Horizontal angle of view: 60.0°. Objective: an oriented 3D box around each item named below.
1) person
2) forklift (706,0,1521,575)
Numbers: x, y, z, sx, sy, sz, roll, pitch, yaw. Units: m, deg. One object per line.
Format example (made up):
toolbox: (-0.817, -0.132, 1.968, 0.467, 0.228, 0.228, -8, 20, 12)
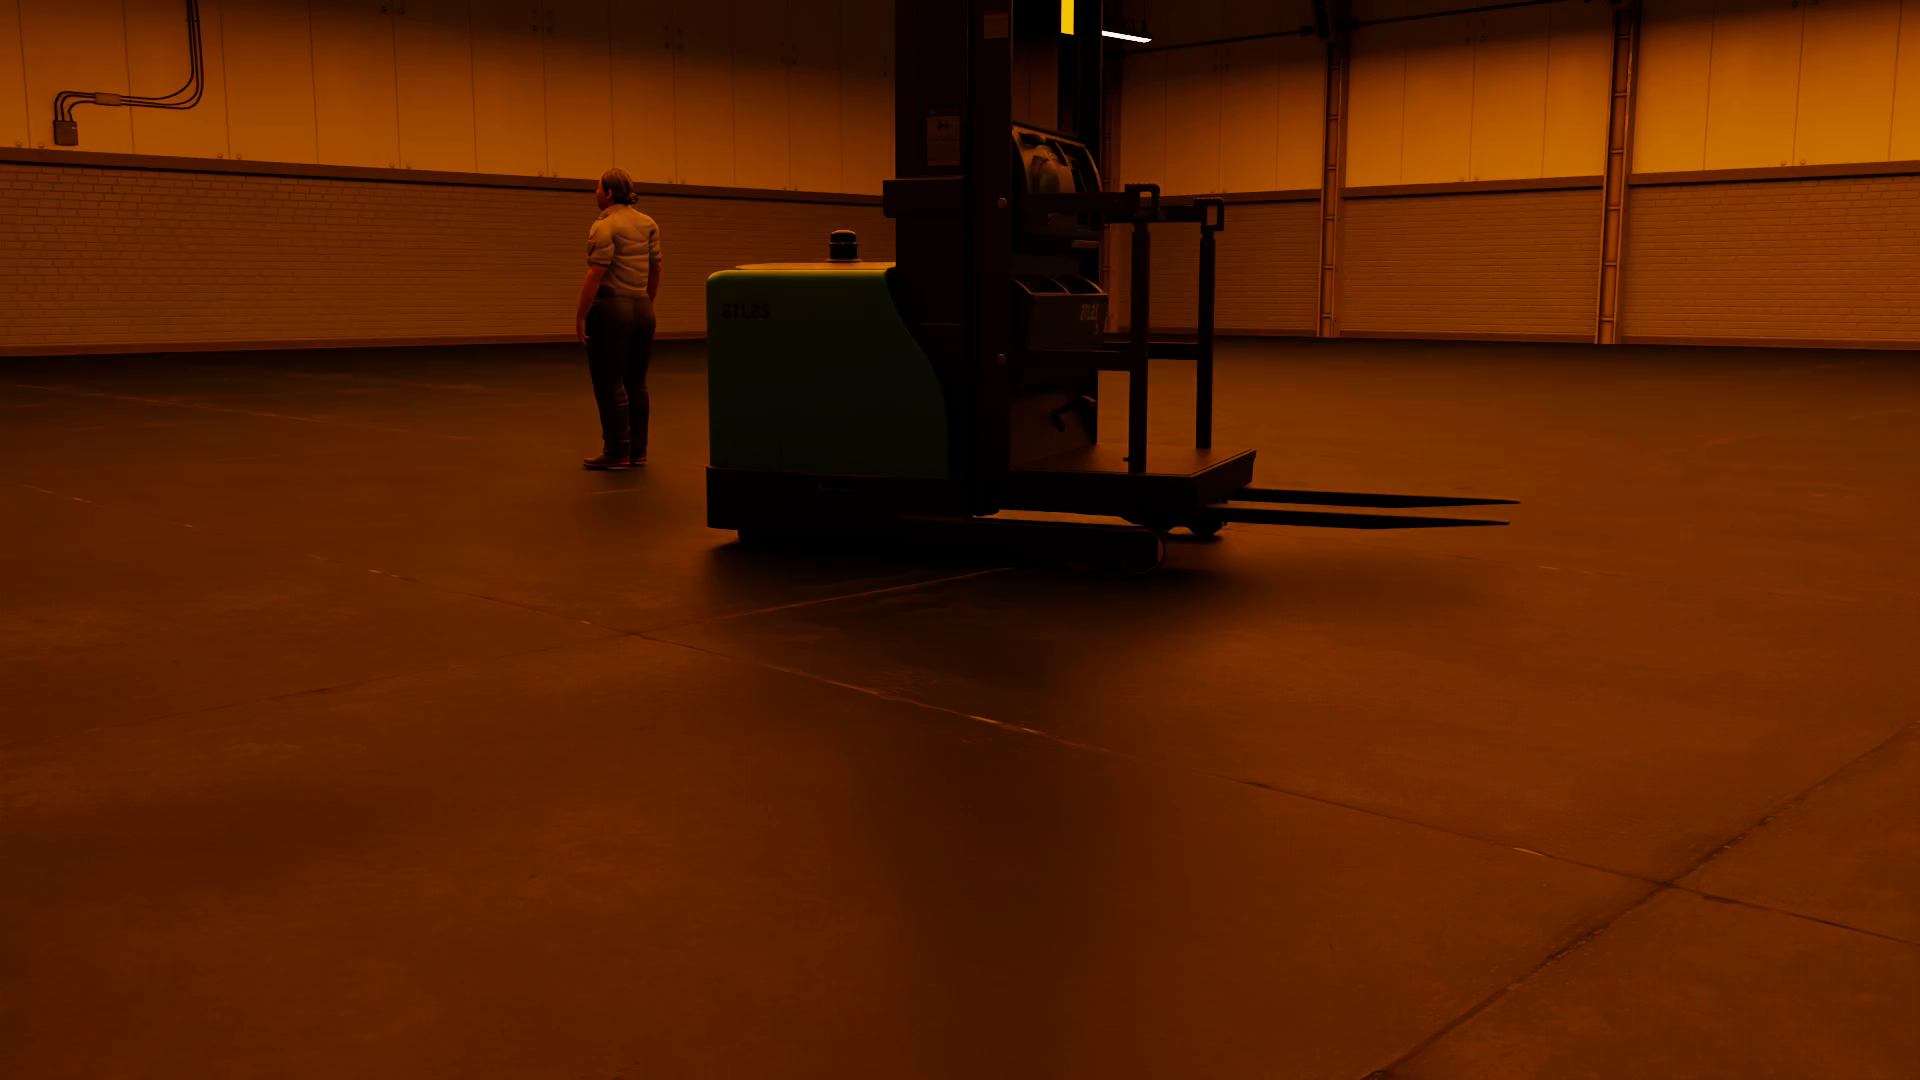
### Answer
person: (-1.963, -1.226, 9.306, 0.502, 1.642, 0.598, 5, 10, 32)
forklift: (0.565, -1.416, 6.275, 3.031, 2.935, 1.130, 3, 9, 22)
